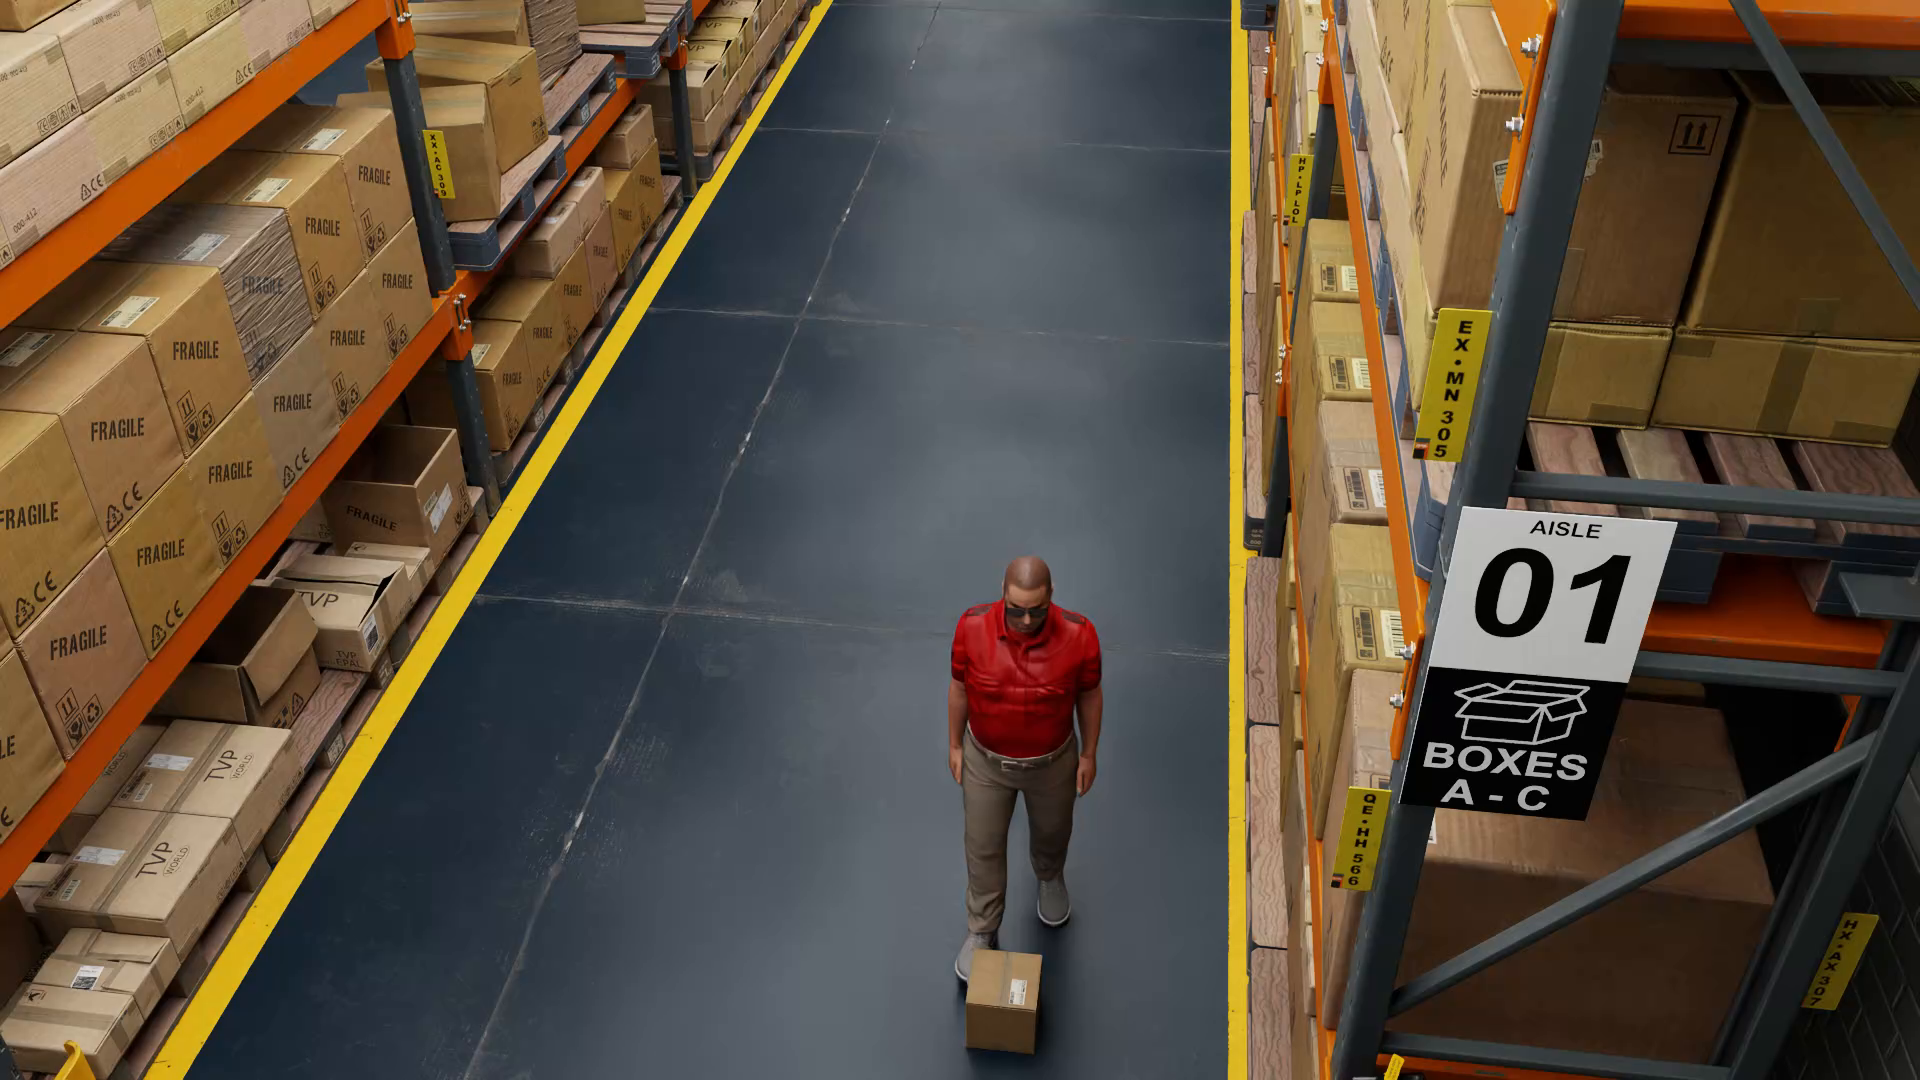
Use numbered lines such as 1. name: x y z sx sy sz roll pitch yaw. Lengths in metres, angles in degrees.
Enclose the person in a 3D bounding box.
1. person: 0.216 0.846 5.965 0.550 1.635 0.653 5 36 7
